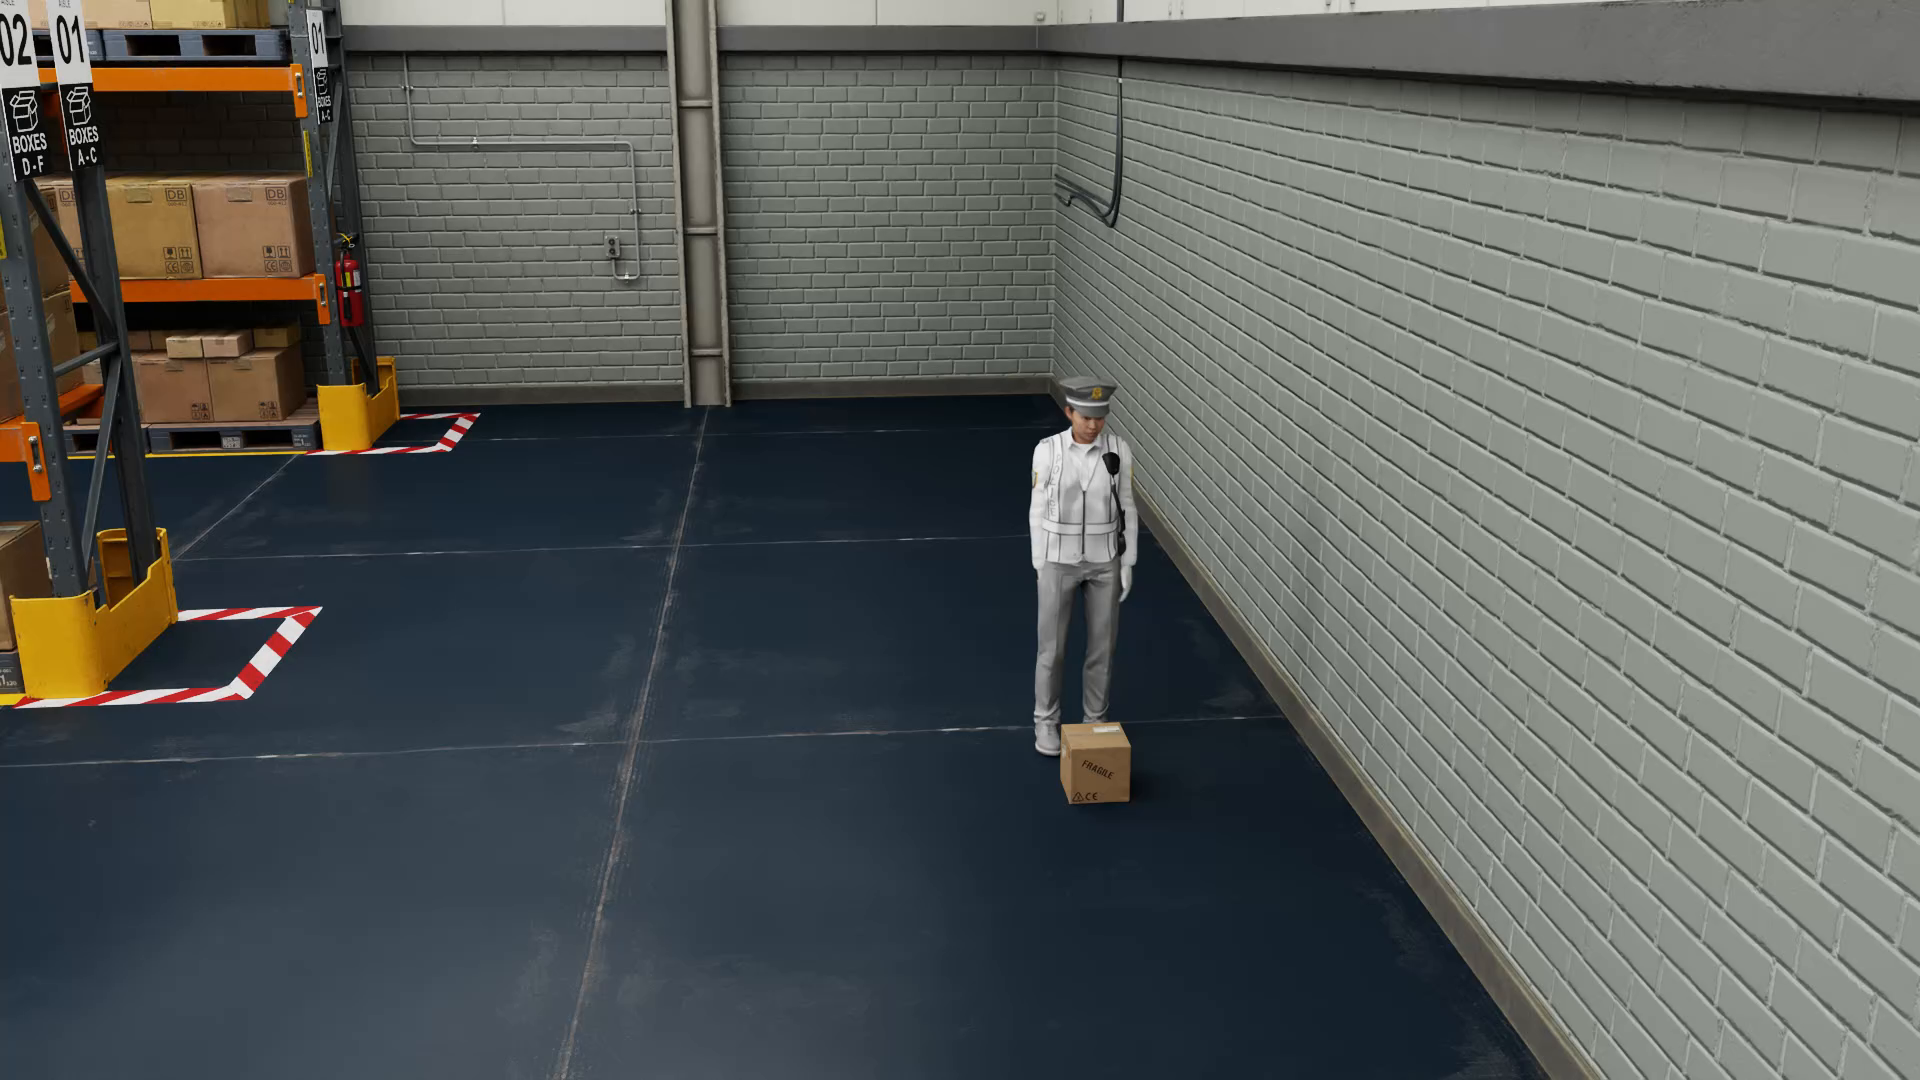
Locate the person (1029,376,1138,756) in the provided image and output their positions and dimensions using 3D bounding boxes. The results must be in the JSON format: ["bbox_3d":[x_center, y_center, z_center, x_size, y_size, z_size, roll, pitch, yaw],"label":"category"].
[{"bbox_3d":[0.534,0.117,7.164,0.469,1.663,0.328,-1,17,-4],"label":"person"}]
